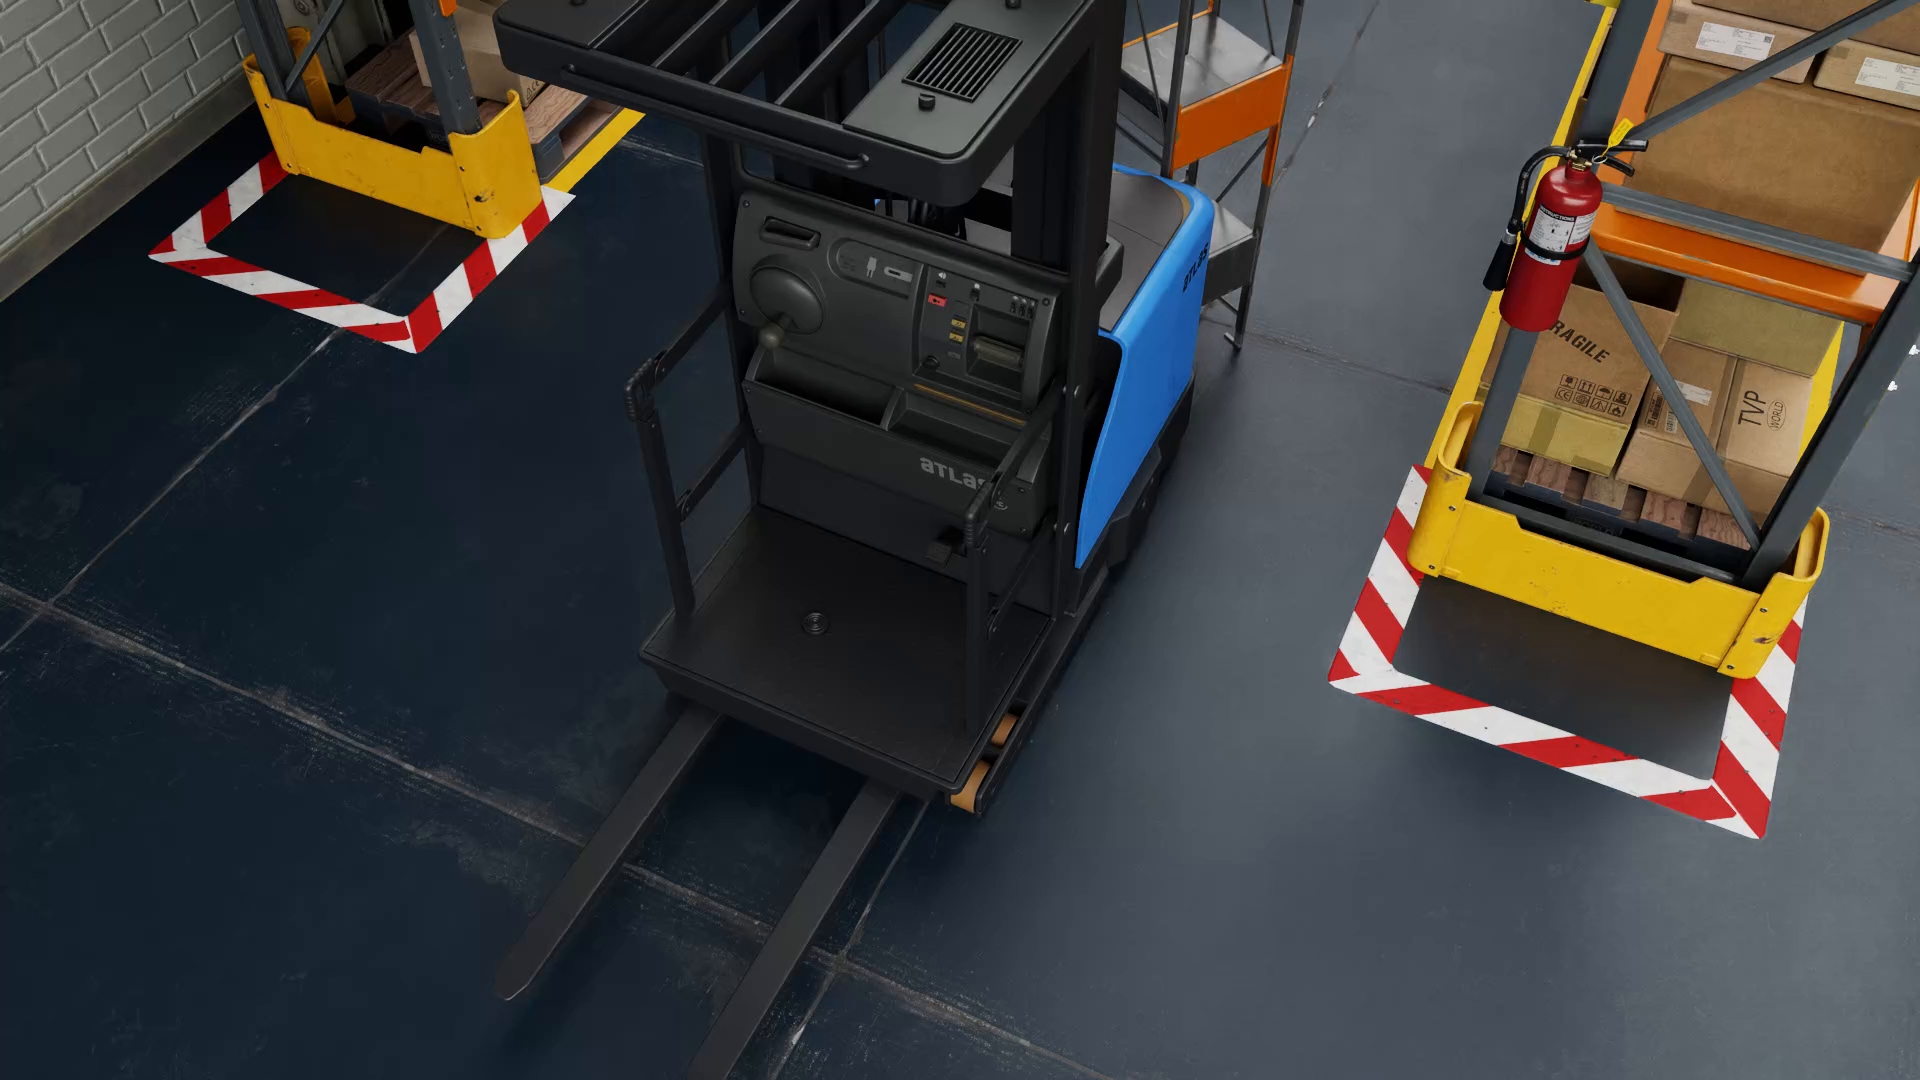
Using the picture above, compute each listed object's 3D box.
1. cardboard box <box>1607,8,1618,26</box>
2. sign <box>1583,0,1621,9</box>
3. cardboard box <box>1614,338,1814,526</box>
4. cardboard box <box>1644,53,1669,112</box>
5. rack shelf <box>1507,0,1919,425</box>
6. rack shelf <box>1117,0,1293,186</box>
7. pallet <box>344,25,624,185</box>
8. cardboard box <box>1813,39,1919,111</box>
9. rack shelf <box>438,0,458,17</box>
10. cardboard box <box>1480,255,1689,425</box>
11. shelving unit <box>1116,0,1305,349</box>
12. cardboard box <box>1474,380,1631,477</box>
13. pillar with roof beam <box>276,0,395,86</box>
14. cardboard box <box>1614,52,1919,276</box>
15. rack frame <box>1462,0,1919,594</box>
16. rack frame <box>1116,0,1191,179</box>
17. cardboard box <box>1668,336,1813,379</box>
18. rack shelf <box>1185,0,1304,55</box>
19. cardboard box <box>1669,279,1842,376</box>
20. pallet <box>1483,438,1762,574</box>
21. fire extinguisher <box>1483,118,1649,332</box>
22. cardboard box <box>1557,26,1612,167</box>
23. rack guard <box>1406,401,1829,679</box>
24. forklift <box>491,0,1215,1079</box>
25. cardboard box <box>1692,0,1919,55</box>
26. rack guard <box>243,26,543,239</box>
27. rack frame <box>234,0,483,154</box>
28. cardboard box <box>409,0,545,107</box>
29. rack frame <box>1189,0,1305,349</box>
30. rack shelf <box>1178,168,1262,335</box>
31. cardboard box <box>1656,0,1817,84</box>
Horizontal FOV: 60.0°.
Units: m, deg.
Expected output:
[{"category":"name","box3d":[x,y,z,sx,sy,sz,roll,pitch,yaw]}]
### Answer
[{"category":"cardboard box","box3d":[2.709,-1.823,6.369,0.500,0.500,0.500,20,52,16]},{"category":"sign","box3d":[1.636,-1.470,4.115,0.100,0.325,0.005,20,52,16]},{"category":"cardboard box","box3d":[2.551,-0.374,5.628,0.500,0.250,0.500,20,52,16]},{"category":"cardboard box","box3d":[2.552,-1.545,5.029,0.700,0.500,0.500,21,53,17]},{"category":"rack shelf","box3d":[2.975,-1.976,5.934,1.077,0.370,4.000,20,52,16]},{"category":"rack shelf","box3d":[0.765,-1.424,5.599,0.480,0.518,0.431,-28,55,-22]},{"category":"pallet","box3d":[-1.948,-2.138,7.430,1.003,0.211,1.213,20,52,16]},{"category":"cardboard box","box3d":[2.483,-1.274,4.373,0.380,0.149,0.250,19,52,16]},{"category":"rack shelf","box3d":[-1.506,-3.585,7.303,1.077,0.370,4.000,20,52,16]},{"category":"cardboard box","box3d":[2.081,-0.786,5.486,0.500,0.500,0.500,20,52,16]},{"category":"shelving unit","box3d":[0.765,-1.433,5.589,0.503,2.100,0.431,-28,55,-22]},{"category":"cardboard box","box3d":[2.082,-0.542,5.771,0.500,0.250,0.500,20,52,16]},{"category":"pillar with roof beam","box3d":[1.049,-3.748,3.030,9.100,9.000,0.400,20,52,16]},{"category":"cardboard box","box3d":[2.332,-1.181,4.720,0.700,0.500,0.500,20,52,16]},{"category":"rack frame","box3d":[2.121,-0.832,4.488,1.000,3.000,0.127,20,52,16]},{"category":"rack frame","box3d":[0.565,-1.326,5.498,0.015,2.100,0.400,-28,55,-22]},{"category":"cardboard box","box3d":[2.761,-0.719,5.922,0.500,0.250,0.500,20,52,16]},{"category":"rack shelf","box3d":[0.768,-1.876,5.065,0.480,0.518,0.431,-28,55,-22]},{"category":"cardboard box","box3d":[2.763,-0.962,5.636,0.500,0.500,0.500,20,52,16]},{"category":"pallet","box3d":[2.409,-0.468,6.010,1.003,0.211,1.213,20,52,16]},{"category":"fire extinguisher","box3d":[1.650,-0.876,4.577,0.296,0.674,0.183,20,52,16]},{"category":"cardboard box","box3d":[2.495,-1.479,6.076,0.500,0.500,0.500,20,52,16]},{"category":"rack guard","box3d":[2.110,-0.005,5.426,1.175,0.500,0.348,20,52,16]},{"category":"forklift","box3d":[-0.281,-0.520,4.268,1.130,2.935,3.031,21,53,17]},{"category":"cardboard box","box3d":[2.354,-1.638,4.257,0.700,0.500,0.500,20,52,16]},{"category":"rack guard","box3d":[-2.327,-1.683,6.854,1.175,0.500,0.348,20,52,16]},{"category":"rack frame","box3d":[-2.360,-2.441,5.857,1.000,3.000,0.127,20,52,16]},{"category":"cardboard box","box3d":[-1.983,-2.159,7.094,0.500,0.311,0.500,14,51,12]},{"category":"rack frame","box3d":[0.965,-1.539,5.680,0.015,2.100,0.400,-28,55,-22]},{"category":"rack shelf","box3d":[0.762,-0.972,6.133,0.480,0.518,0.431,-28,55,-22]},{"category":"cardboard box","box3d":[2.111,-1.399,4.480,0.380,0.149,0.250,19,52,15]}]
